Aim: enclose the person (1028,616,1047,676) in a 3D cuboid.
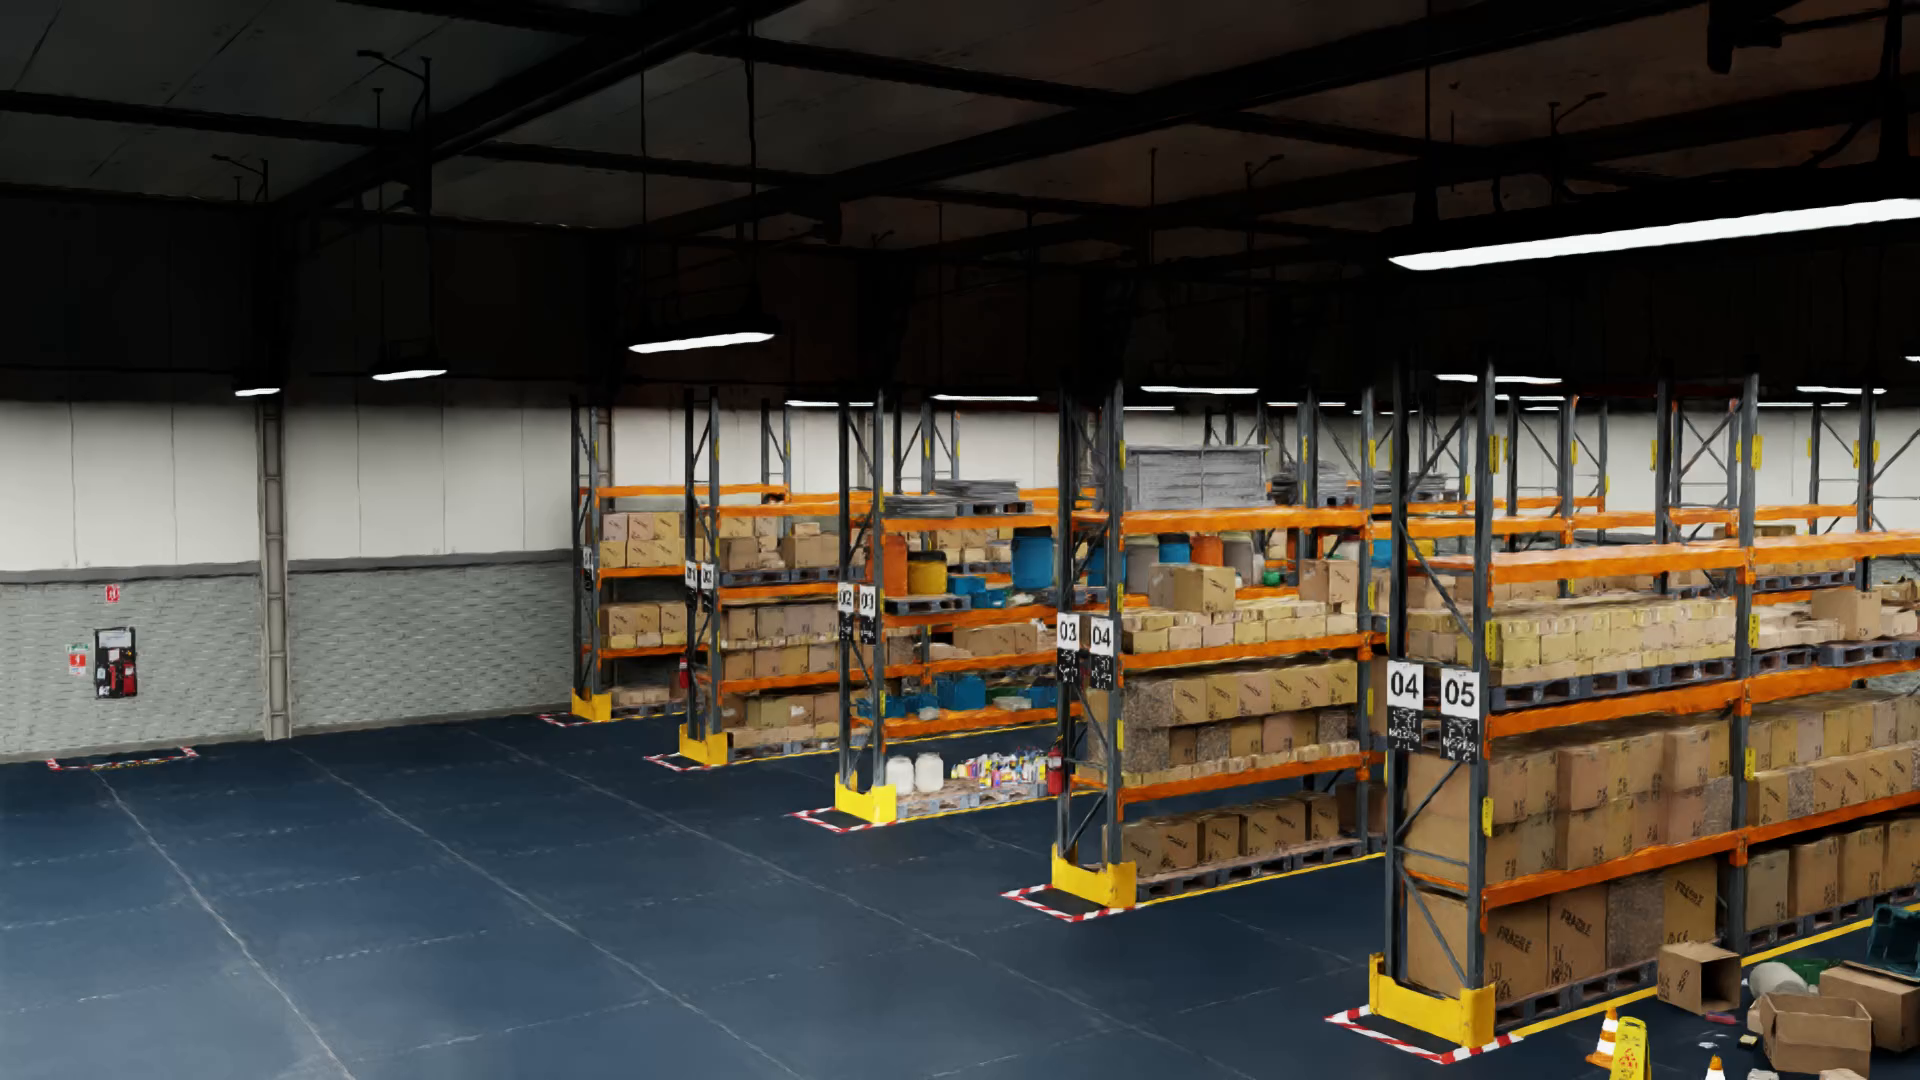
[{"bbox_3d":[1.577,2.220,34.237,0.447,1.770,0.569,2,4,30],"label":"person"}]
